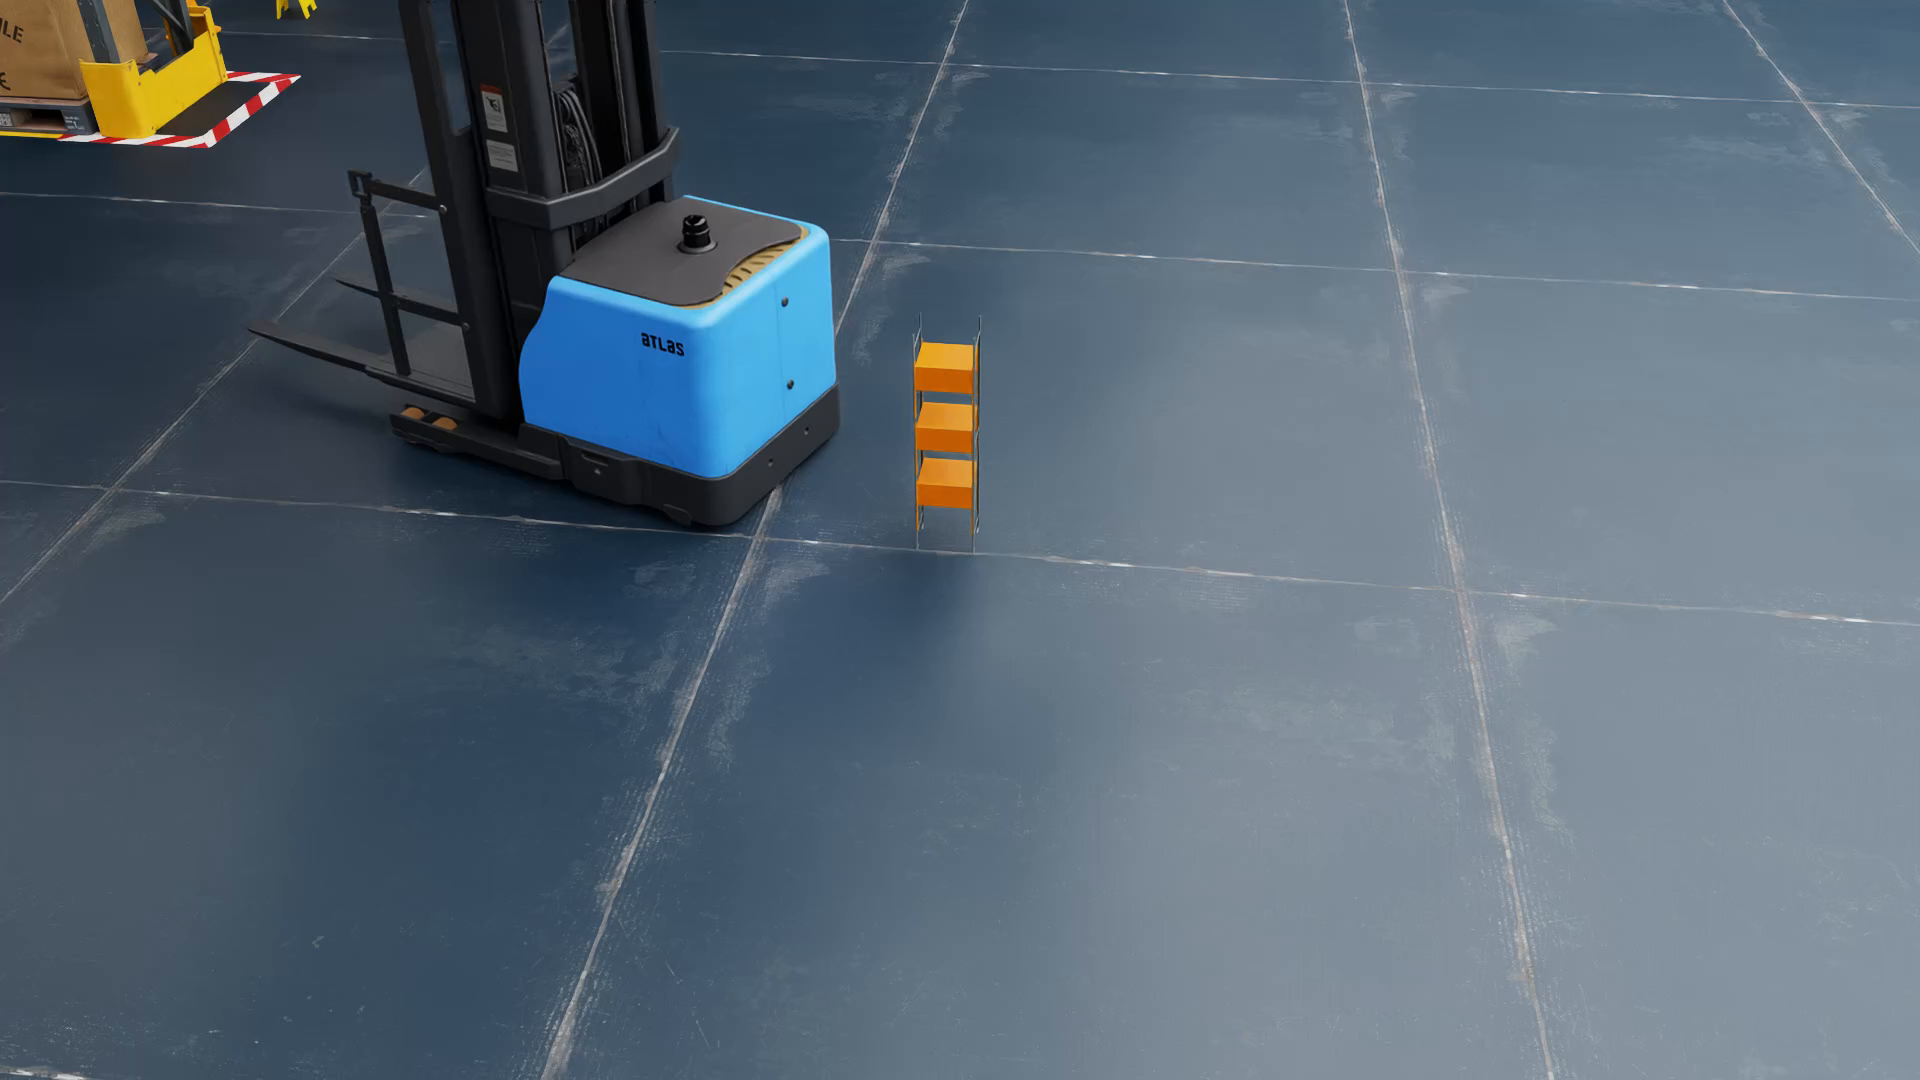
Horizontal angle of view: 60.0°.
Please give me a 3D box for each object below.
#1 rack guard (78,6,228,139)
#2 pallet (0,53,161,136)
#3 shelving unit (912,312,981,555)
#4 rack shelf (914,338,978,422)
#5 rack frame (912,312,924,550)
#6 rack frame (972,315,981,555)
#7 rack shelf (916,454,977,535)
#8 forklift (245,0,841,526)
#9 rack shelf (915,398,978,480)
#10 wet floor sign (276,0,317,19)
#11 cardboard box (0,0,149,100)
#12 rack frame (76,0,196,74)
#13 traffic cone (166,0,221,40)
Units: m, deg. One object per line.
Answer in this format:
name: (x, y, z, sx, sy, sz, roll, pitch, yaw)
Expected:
rack guard: (-5.452, -3.189, 11.288, 0.348, 0.500, 1.175, 4, 36, 6)
pallet: (-6.279, -3.087, 11.394, 1.213, 0.211, 1.003, 4, 36, 6)
shelving unit: (-0.053, -0.431, 6.951, 0.252, 1.050, 0.215, 4, 36, 6)
rack shelf: (-0.053, -0.654, 6.792, 0.240, 0.259, 0.215, 4, 36, 6)
rack frame: (-0.174, -0.440, 6.963, 0.008, 1.050, 0.200, 4, 36, 6)
rack frame: (0.068, -0.422, 6.938, 0.008, 1.050, 0.200, 4, 36, 6)
rack shelf: (-0.053, -0.196, 7.118, 0.240, 0.259, 0.215, 4, 36, 6)
forklift: (-2.111, -1.853, 7.323, 3.031, 2.935, 1.130, 17, 39, 22)
rack shelf: (-0.053, -0.423, 6.957, 0.240, 0.259, 0.215, 4, 36, 6)
wet floor sign: (-5.195, -4.389, 12.844, 0.232, 0.644, 0.267, -2, 36, -2)
cardboard box: (-6.157, -3.527, 11.077, 0.875, 0.875, 0.875, 4, 36, 6)
rack frame: (-5.476, -4.208, 10.564, 0.127, 3.000, 1.000, 4, 36, 6)
traffic cone: (-5.822, -4.033, 12.503, 0.334, 0.463, 0.336, 4, 36, 6)
